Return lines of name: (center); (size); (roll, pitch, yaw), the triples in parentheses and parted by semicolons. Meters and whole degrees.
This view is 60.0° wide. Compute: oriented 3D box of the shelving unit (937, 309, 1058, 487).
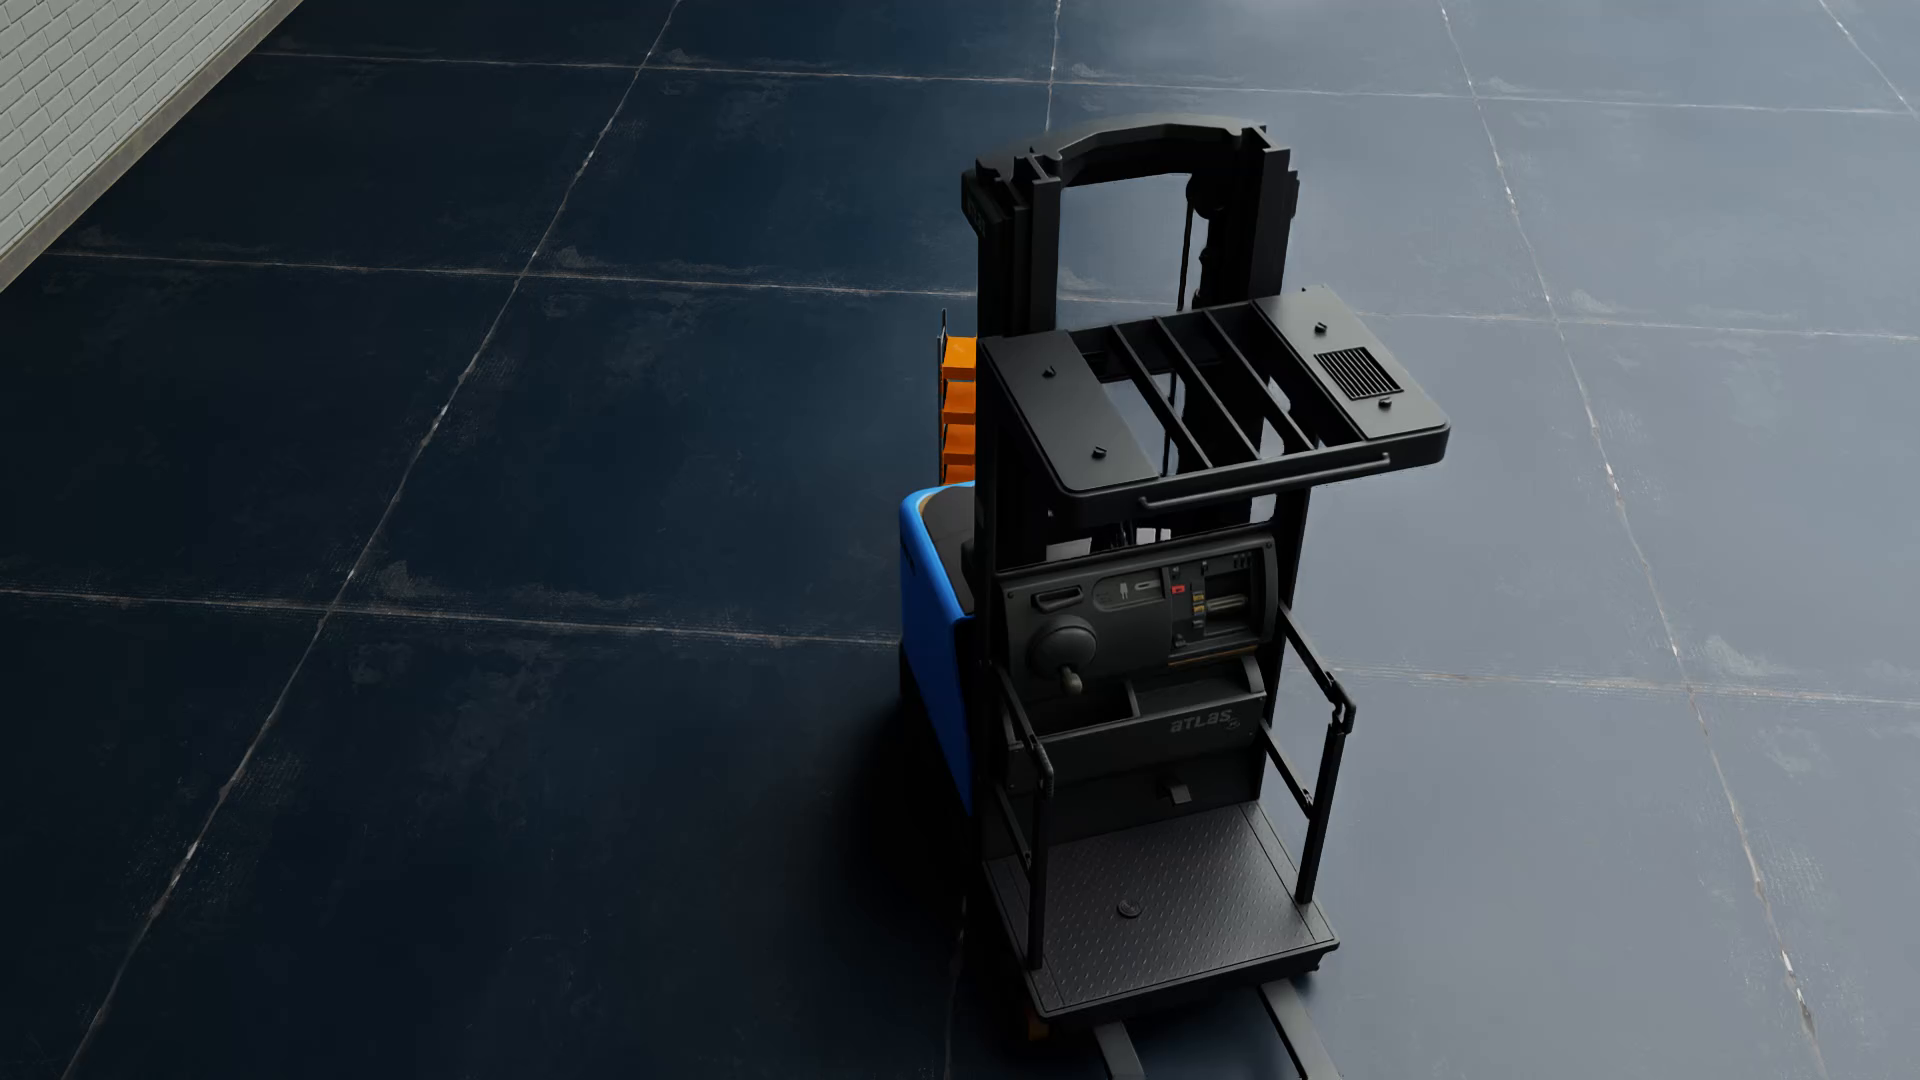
shelving unit: (0.165, -0.456, 7.531); (0.503, 1.200, 0.258); (3, 39, 4)

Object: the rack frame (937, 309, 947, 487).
rack frame: (-0.078, -0.470, 7.547); (0.015, 1.200, 0.240); (3, 39, 4)

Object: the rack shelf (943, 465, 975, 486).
rack shelf: (0.165, -0.250, 7.698); (0.480, 0.148, 0.258); (3, 39, 4)

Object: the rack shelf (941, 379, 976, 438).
rack shelf: (0.165, -0.578, 7.432); (0.480, 0.148, 0.258); (3, 39, 4)

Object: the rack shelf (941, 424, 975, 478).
rack shelf: (0.165, -0.404, 7.573); (0.480, 0.148, 0.258); (3, 39, 4)

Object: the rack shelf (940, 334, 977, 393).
rack shelf: (0.165, -0.761, 7.283); (0.480, 0.148, 0.258); (3, 39, 4)

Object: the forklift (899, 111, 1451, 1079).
forklift: (0.650, 0.320, 5.206); (1.130, 2.935, 3.031); (-10, 40, -13)

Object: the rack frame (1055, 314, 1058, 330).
rack frame: (0.408, -0.443, 7.514); (0.015, 1.200, 0.240); (3, 39, 4)
